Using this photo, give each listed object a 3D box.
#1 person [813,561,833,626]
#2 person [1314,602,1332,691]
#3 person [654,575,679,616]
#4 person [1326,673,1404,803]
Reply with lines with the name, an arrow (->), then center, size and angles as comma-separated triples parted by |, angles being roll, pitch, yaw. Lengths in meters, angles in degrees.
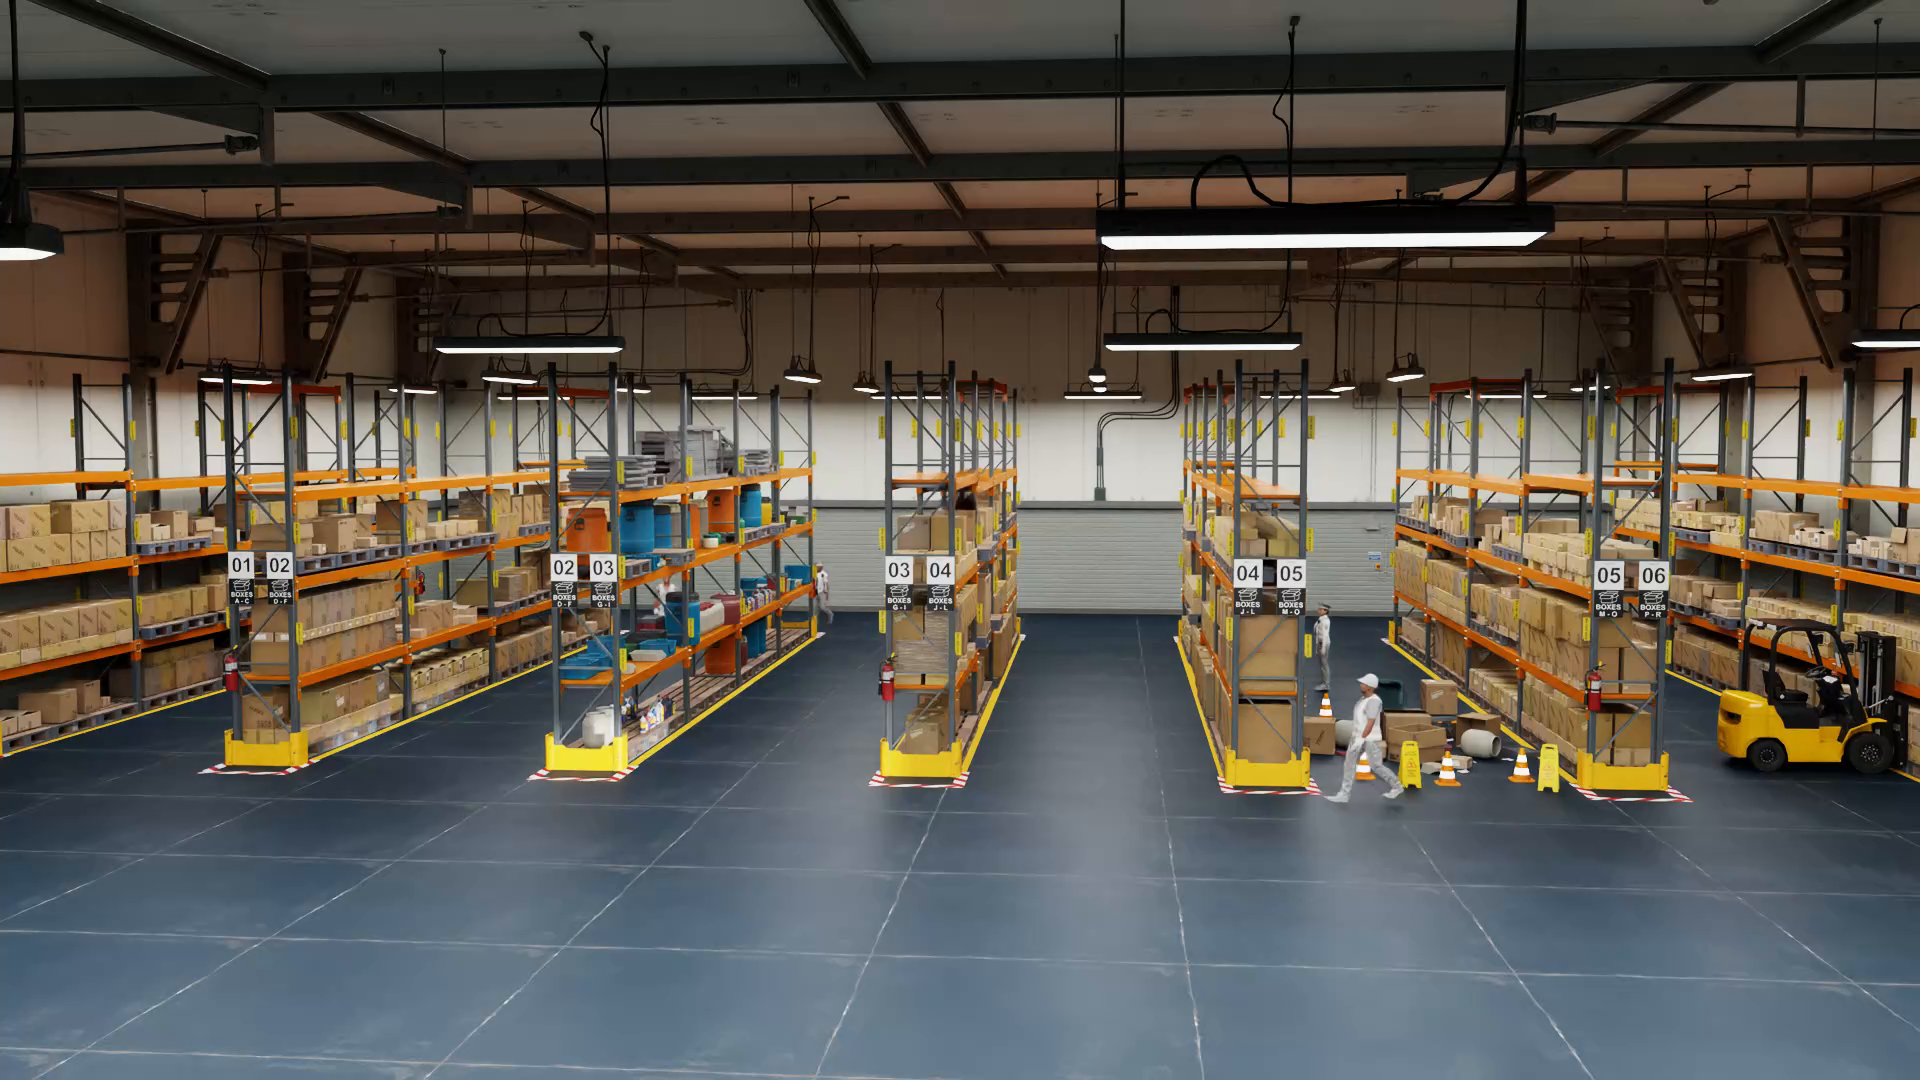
person -> -3.574, 1.368, 42.367 | 0.442, 1.683, 0.597 | 2, 4, 33
person -> 6.993, 2.047, 32.094 | 0.340, 1.693, 0.512 | 1, 4, 15
person -> -6.742, 1.596, 38.208 | 0.635, 1.732, 1.055 | 0, 4, 5
person -> 5.452, 2.662, 22.256 | 1.038, 1.754, 0.505 | -1, 4, -19
